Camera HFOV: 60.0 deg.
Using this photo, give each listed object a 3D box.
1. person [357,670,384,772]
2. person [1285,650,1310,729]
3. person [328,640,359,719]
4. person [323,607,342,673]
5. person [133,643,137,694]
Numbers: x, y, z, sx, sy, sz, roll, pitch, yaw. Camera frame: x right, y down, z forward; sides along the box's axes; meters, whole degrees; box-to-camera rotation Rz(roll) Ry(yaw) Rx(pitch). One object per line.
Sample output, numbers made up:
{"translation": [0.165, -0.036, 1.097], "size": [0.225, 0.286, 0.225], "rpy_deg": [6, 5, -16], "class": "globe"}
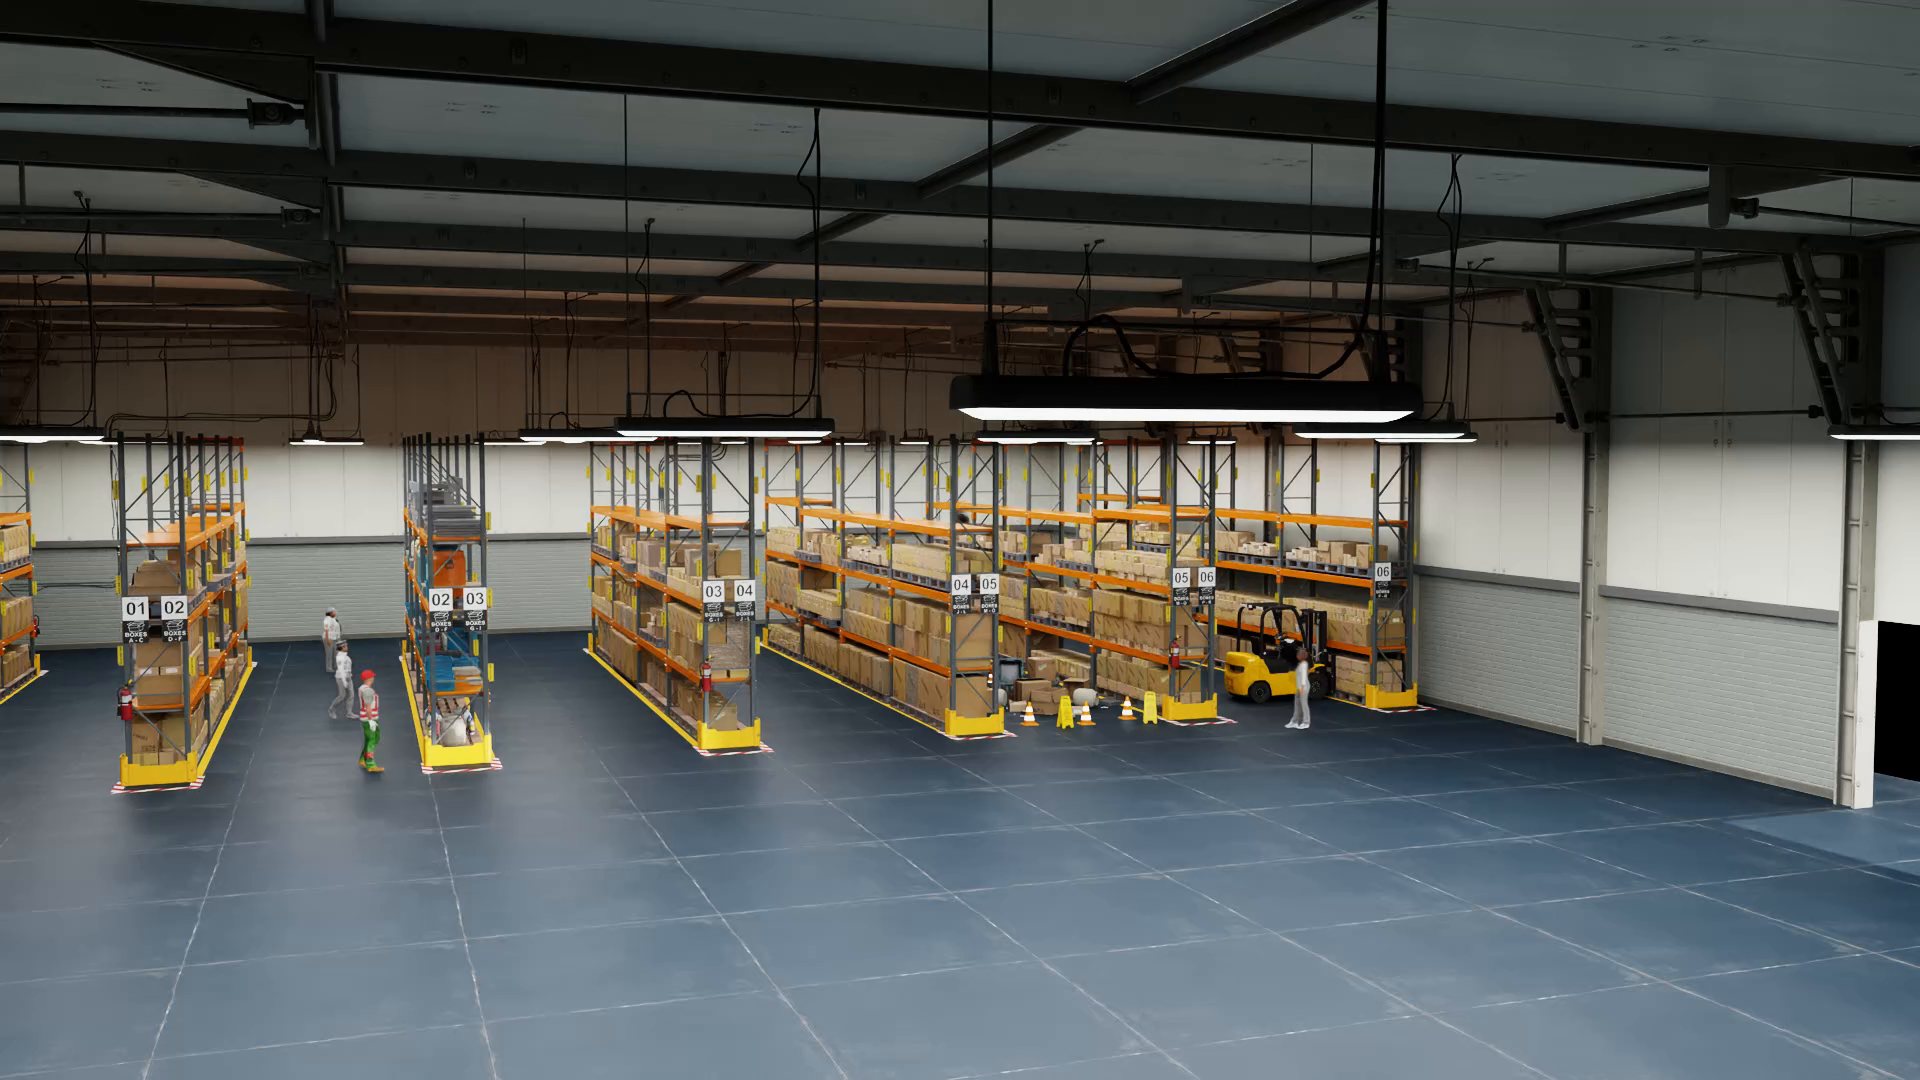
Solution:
{"translation": [-10.467, 3.197, 29.484], "size": [0.480, 1.801, 0.608], "rpy_deg": [-1, 3, -15], "class": "person"}
{"translation": [6.909, 3.044, 33.909], "size": [0.458, 1.619, 0.449], "rpy_deg": [-1, 3, -9], "class": "person"}
{"translation": [-13.087, 2.951, 35.276], "size": [0.631, 1.684, 0.514], "rpy_deg": [0, 3, 7], "class": "person"}
{"translation": [-16.039, 2.551, 42.483], "size": [0.406, 1.661, 0.548], "rpy_deg": [1, 3, 22], "class": "person"}
{"translation": [-18.930, 2.754, 38.397], "size": [0.366, 1.681, 0.501], "rpy_deg": [-2, 4, -37], "class": "person"}
